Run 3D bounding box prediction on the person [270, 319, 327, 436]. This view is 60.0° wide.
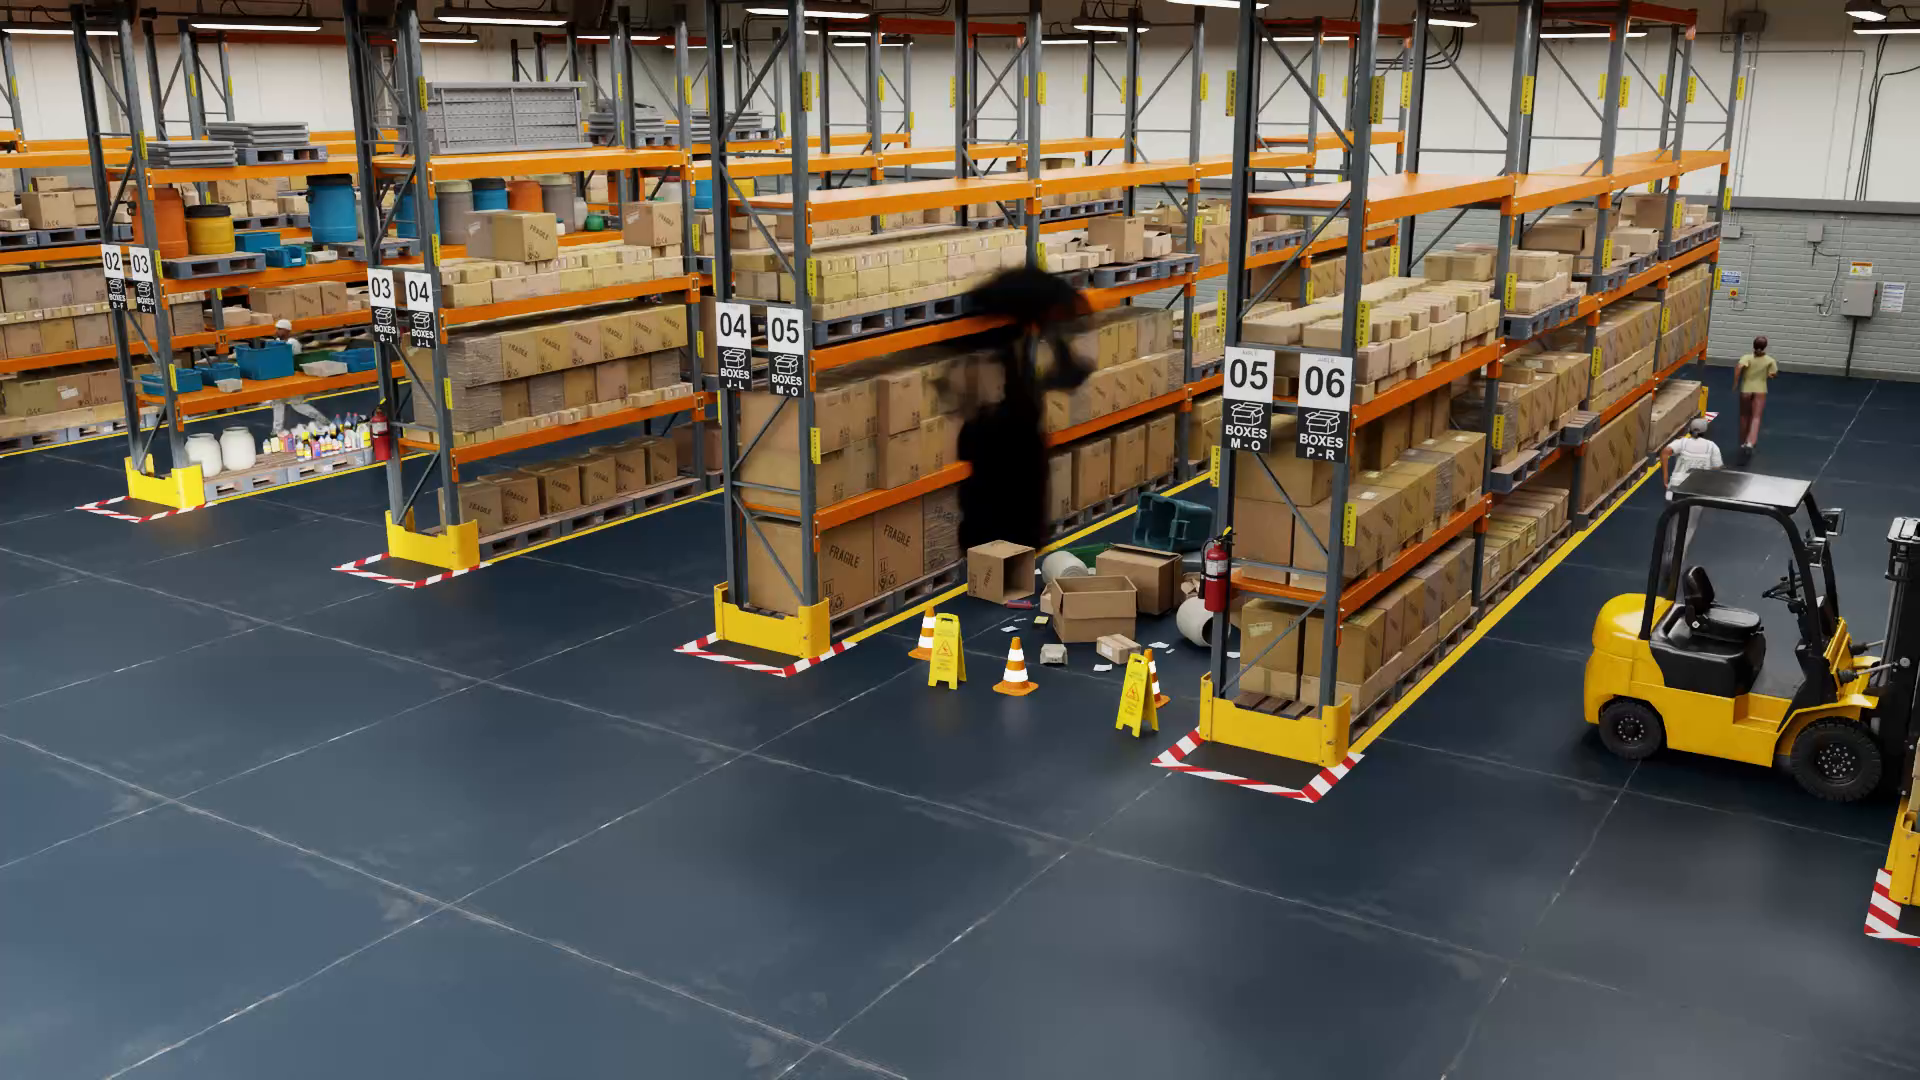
[{"bbox_3d":[-9.749,-2.320,24.186,0.682,1.794,0.990,11,19,34],"label":"person"}]

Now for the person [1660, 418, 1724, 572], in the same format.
[{"bbox_3d":[7.814,-0.464,17.861,0.593,1.642,0.893,11,19,33],"label":"person"}]

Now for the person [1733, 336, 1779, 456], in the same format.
[{"bbox_3d":[11.075,-2.005,23.207,0.562,1.678,0.948,8,17,25],"label":"person"}]
